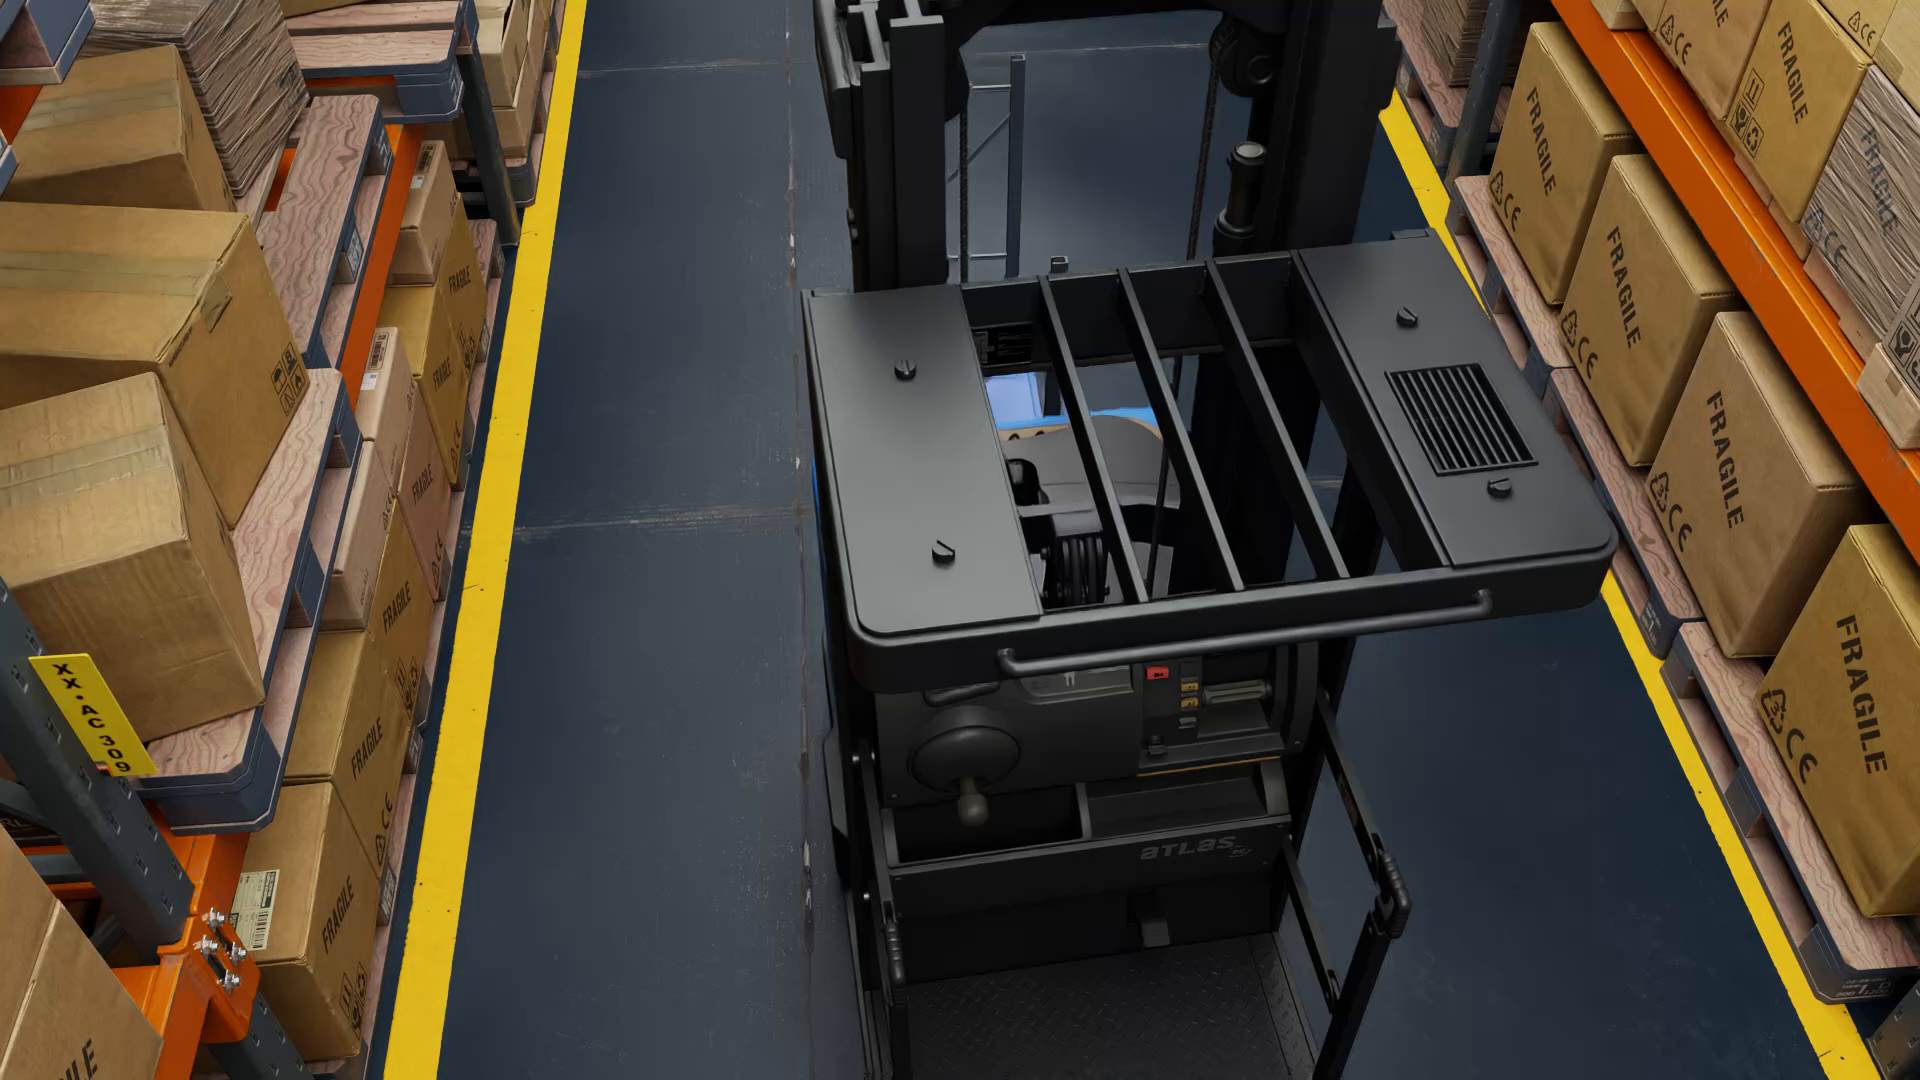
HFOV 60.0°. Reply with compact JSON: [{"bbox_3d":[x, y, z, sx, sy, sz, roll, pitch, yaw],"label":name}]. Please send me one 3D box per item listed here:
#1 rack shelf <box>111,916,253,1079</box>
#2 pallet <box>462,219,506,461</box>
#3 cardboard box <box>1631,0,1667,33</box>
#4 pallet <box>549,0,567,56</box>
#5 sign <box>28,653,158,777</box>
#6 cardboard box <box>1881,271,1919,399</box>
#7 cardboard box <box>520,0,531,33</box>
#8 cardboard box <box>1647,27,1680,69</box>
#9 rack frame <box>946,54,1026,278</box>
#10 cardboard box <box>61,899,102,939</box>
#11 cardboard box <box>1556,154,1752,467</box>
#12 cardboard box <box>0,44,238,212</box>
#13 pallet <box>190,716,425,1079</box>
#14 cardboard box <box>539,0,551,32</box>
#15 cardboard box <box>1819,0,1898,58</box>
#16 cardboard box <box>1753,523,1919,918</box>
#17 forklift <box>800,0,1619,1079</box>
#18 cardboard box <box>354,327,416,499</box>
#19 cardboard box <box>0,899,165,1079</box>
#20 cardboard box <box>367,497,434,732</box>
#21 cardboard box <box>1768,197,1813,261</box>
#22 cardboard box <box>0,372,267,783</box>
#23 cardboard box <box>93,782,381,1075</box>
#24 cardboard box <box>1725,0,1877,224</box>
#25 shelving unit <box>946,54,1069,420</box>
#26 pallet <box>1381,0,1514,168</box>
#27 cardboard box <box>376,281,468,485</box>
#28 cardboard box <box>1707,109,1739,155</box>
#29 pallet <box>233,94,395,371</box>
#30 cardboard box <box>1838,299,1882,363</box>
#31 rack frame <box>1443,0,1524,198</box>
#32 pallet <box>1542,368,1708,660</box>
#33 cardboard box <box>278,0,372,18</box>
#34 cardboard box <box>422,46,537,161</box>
[{"bbox_3d":[-1.833,2.330,1.972,1.077,0.370,4.000,-3,47,-3],"label":"rack shelf"},{"bbox_3d":[-2.310,-0.757,6.321,1.003,0.211,1.213,-3,47,-3],"label":"pallet"},{"bbox_3d":[2.421,-1.959,5.252,0.500,0.500,0.500,-2,47,-2],"label":"cardboard box"},{"bbox_3d":[-2.464,-2.778,8.235,1.003,0.211,1.213,-3,47,-3],"label":"pallet"},{"bbox_3d":[-1.460,0.300,2.804,0.100,0.325,0.005,-3,47,-3],"label":"sign"},{"bbox_3d":[2.593,-0.498,3.869,0.500,0.500,0.500,-3,47,-3],"label":"cardboard box"},{"bbox_3d":[-2.139,-2.426,7.200,0.500,0.311,0.500,-5,47,-4],"label":"cardboard box"},{"bbox_3d":[2.492,-1.675,5.430,0.380,0.149,0.250,-4,47,-4],"label":"cardboard box"},{"bbox_3d":[-0.050,-0.945,5.612,0.500,1.500,0.032,-3,47,-3],"label":"rack frame"},{"bbox_3d":[-2.327,1.005,4.151,0.500,0.500,0.500,-4,47,-4],"label":"cardboard box"},{"bbox_3d":[2.599,-0.793,5.626,0.750,0.750,0.750,-4,47,-3],"label":"cardboard box"},{"bbox_3d":[-2.210,-0.817,4.100,0.700,0.500,0.500,-14,48,-13],"label":"cardboard box"},{"bbox_3d":[-2.106,1.009,4.649,1.003,0.211,1.213,-3,47,-3],"label":"pallet"},{"bbox_3d":[-2.179,-2.593,7.744,0.500,0.250,0.500,-5,47,-4],"label":"cardboard box"},{"bbox_3d":[2.522,-1.500,4.300,0.500,0.250,0.500,-4,47,-4],"label":"cardboard box"},{"bbox_3d":[2.752,0.465,4.435,0.750,0.750,0.750,-3,47,-3],"label":"cardboard box"},{"bbox_3d":[0.322,0.456,3.299,1.130,2.935,3.031,-7,47,-6],"label":"forklift"},{"bbox_3d":[-1.924,-0.365,4.932,0.500,0.250,0.500,-4,47,-4],"label":"cardboard box"},{"bbox_3d":[-1.703,0.948,2.718,0.500,0.500,0.500,-3,47,-3],"label":"cardboard box"},{"bbox_3d":[-1.888,0.232,4.883,0.500,0.500,0.500,-3,47,-3],"label":"cardboard box"},{"bbox_3d":[2.552,-0.930,4.724,0.380,0.149,0.250,-2,47,-2],"label":"cardboard box"},{"bbox_3d":[-1.817,0.101,3.230,0.700,0.500,0.500,-18,49,-16],"label":"cardboard box"},{"bbox_3d":[-1.798,0.980,4.175,0.500,0.500,0.500,-5,47,-5],"label":"cardboard box"},{"bbox_3d":[2.513,-1.223,4.555,0.500,0.500,0.500,-2,47,-2],"label":"cardboard box"},{"bbox_3d":[-0.007,-0.577,5.264,0.538,1.500,1.048,-3,47,-3],"label":"shelving unit"},{"bbox_3d":[2.537,-2.168,7.658,1.003,0.211,1.213,-3,47,-3],"label":"pallet"},{"bbox_3d":[-1.980,-0.513,5.588,0.500,0.500,0.500,-5,47,-5],"label":"cardboard box"},{"bbox_3d":[2.533,-1.301,5.075,0.380,0.149,0.250,-3,47,-3],"label":"cardboard box"},{"bbox_3d":[-2.168,-0.785,4.560,1.003,0.211,1.213,-3,47,-3],"label":"pallet"},{"bbox_3d":[2.569,-0.555,4.369,0.380,0.149,0.250,-3,47,-3],"label":"cardboard box"},{"bbox_3d":[2.601,-2.562,6.110,1.000,3.000,0.127,-3,47,-3],"label":"rack frame"},{"bbox_3d":[2.691,-0.147,5.744,1.003,0.211,1.213,-3,47,-3],"label":"pallet"},{"bbox_3d":[-2.170,-1.988,5.209,0.700,0.500,0.500,-18,49,-16],"label":"cardboard box"},{"bbox_3d":[-2.086,-1.854,7.044,0.500,0.250,0.500,-4,47,-3],"label":"cardboard box"}]
